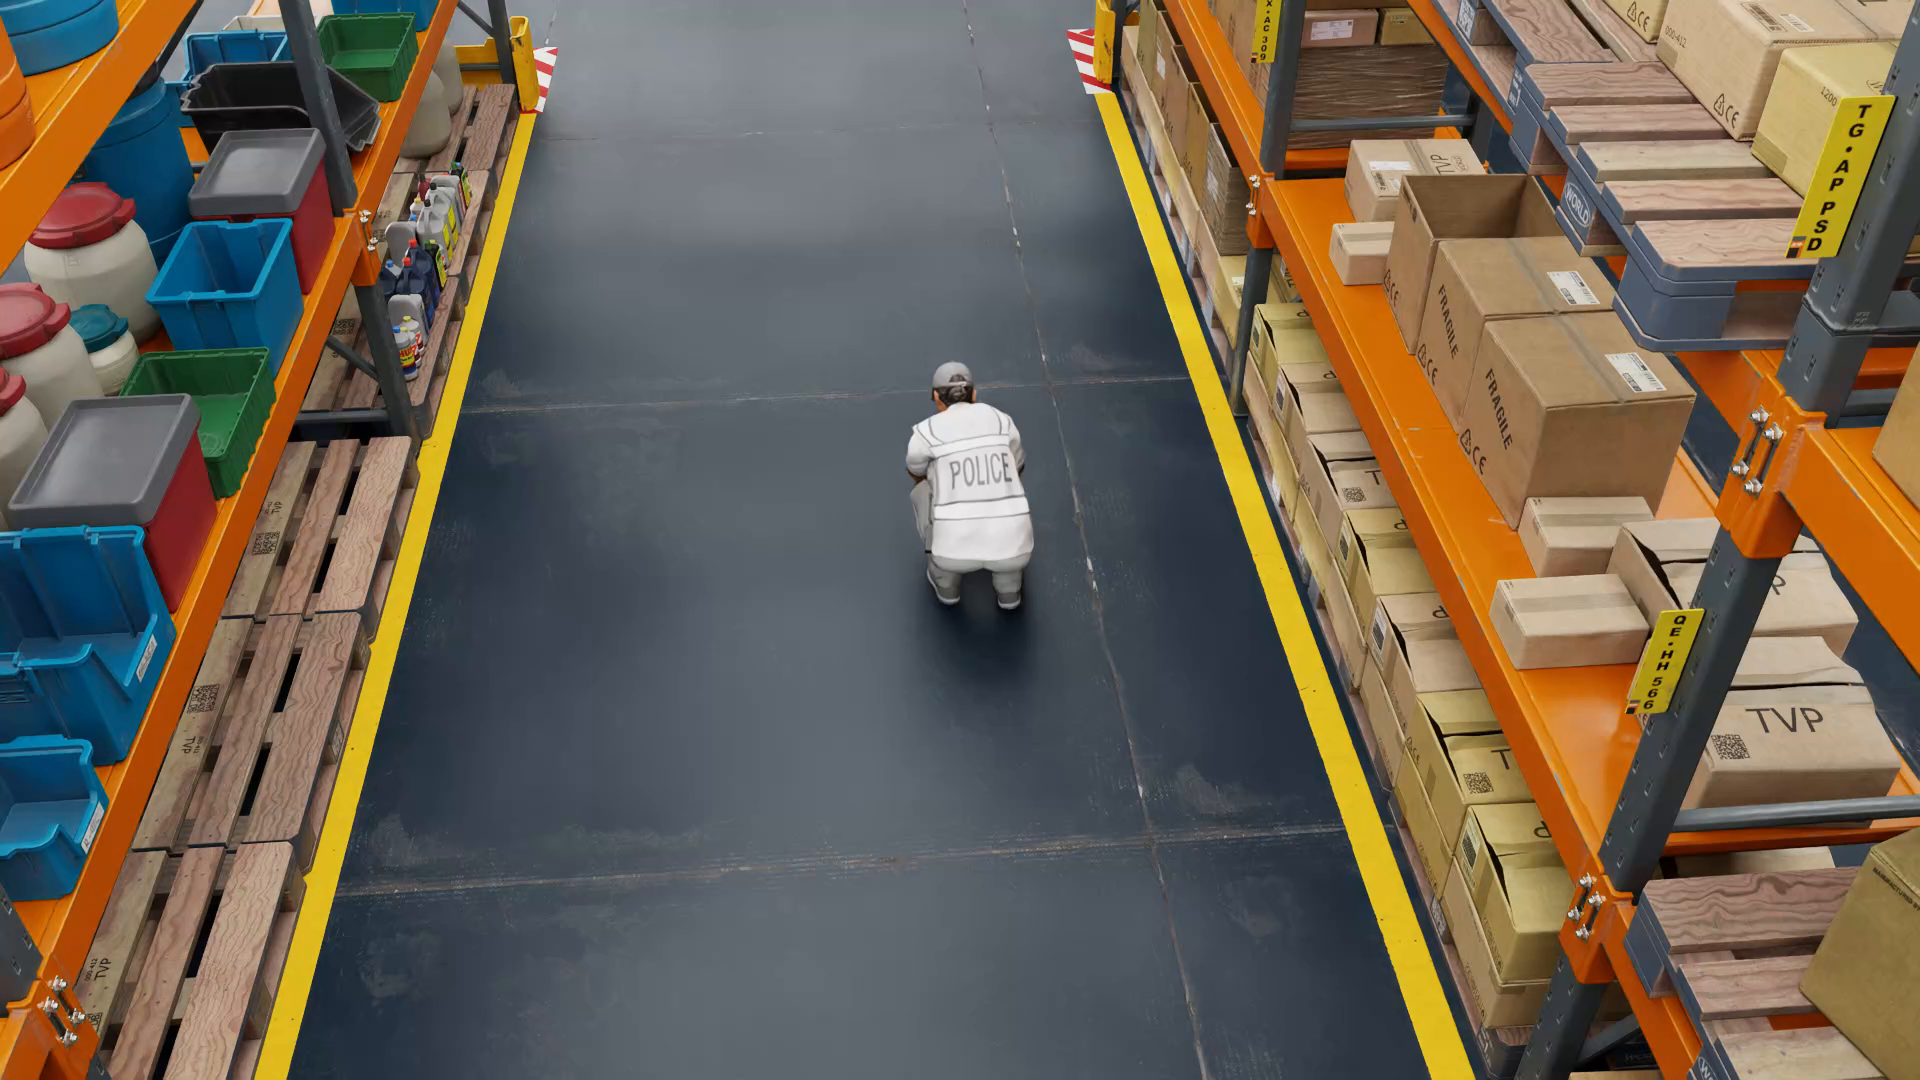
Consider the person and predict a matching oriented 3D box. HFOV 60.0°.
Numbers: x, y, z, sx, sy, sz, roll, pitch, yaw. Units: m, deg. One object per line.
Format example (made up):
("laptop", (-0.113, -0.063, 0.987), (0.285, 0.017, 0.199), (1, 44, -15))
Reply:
("person", (0.046, -0.207, 6.993), (0.528, 0.934, 0.845), (-3, 39, -4))
